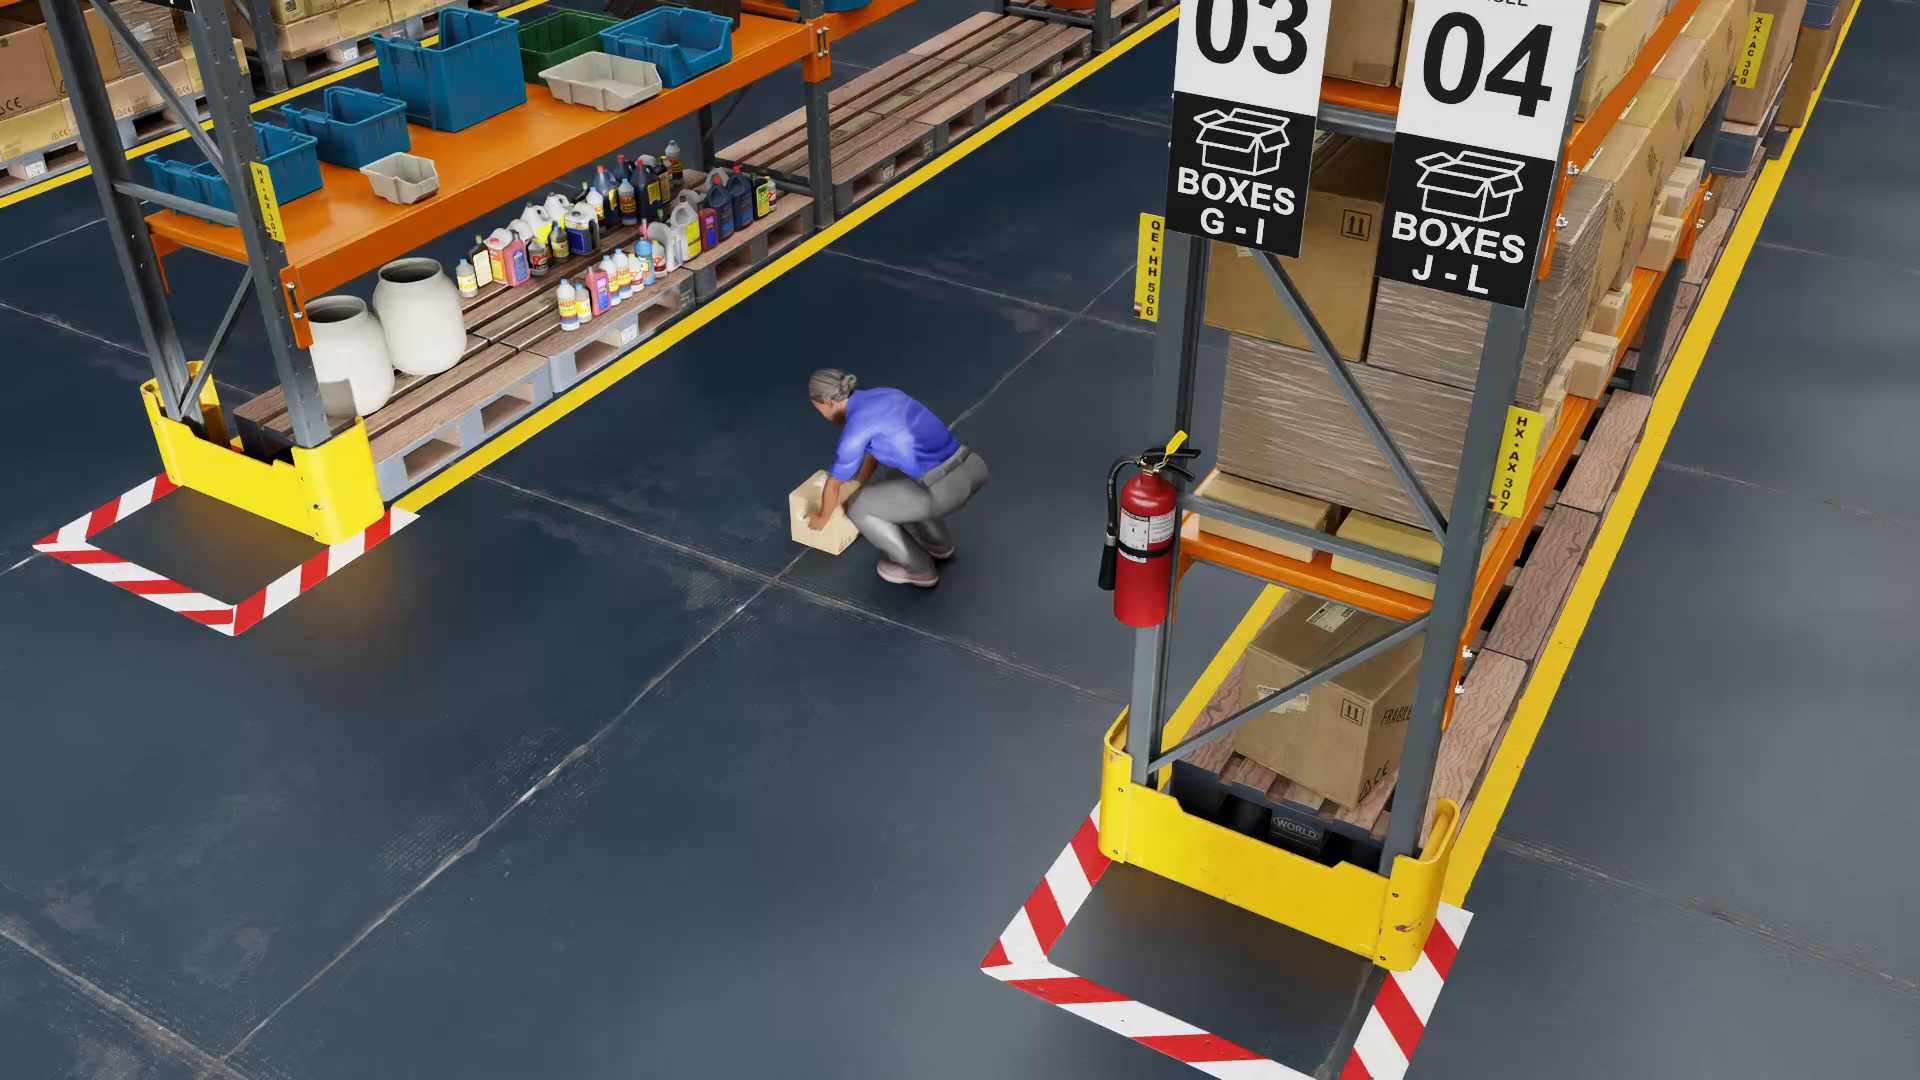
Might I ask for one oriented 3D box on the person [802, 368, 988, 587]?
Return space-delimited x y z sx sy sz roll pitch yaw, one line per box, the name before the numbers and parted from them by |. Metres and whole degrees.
person | -0.289 -0.284 7.231 0.805 0.911 0.476 18 38 24
